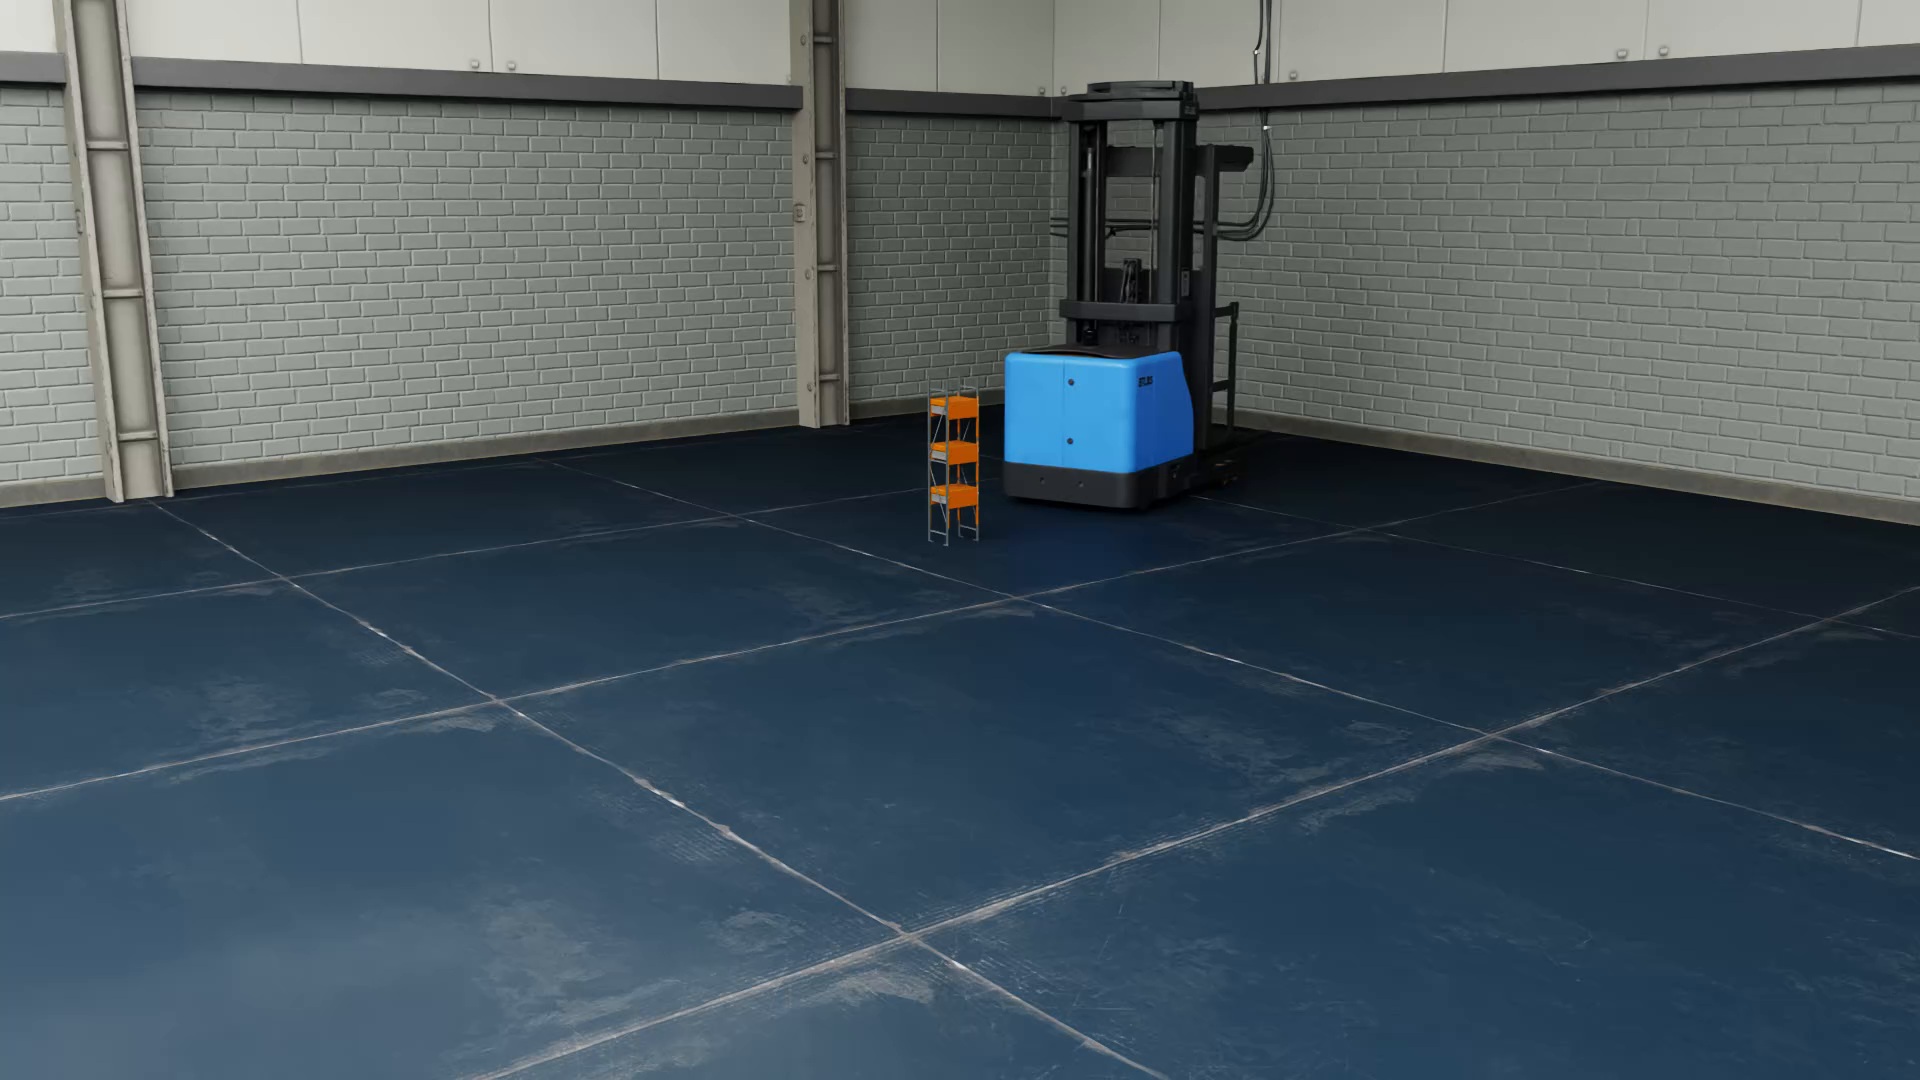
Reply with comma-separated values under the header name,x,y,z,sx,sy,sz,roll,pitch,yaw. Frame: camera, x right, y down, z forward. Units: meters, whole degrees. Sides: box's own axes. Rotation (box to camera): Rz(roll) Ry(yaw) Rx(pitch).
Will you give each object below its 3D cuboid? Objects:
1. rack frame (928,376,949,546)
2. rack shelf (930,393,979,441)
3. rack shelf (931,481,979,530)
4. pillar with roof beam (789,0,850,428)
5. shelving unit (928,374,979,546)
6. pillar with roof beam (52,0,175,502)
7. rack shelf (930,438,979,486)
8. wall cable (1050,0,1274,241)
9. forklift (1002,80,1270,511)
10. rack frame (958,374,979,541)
name,x,y,z,sx,sy,sz,roll,pitch,yaw
rack frame,-0.137,-0.491,10.412,0.008,1.050,0.200,-9,15,-38
rack shelf,-0.042,-0.774,10.430,0.240,0.259,0.215,-9,15,-38
rack shelf,-0.042,-0.224,10.547,0.240,0.259,0.215,-9,15,-38
pillar with roof beam,1.396,-4.800,11.571,0.400,9.000,9.100,-9,15,-38
shelving unit,-0.042,-0.507,10.487,0.252,1.050,0.215,-9,15,-38
pillar with roof beam,-3.290,-4.022,7.905,0.400,9.000,9.100,-9,15,-38
rack shelf,-0.042,-0.496,10.489,0.240,0.259,0.215,-9,15,-38
wall cable,1.833,-4.148,15.972,0.112,2.526,3.097,-9,15,-38
forklift,1.501,-1.895,12.497,1.130,2.935,3.031,7,14,31
rack frame,0.053,-0.522,10.562,0.008,1.050,0.200,-9,15,-38
